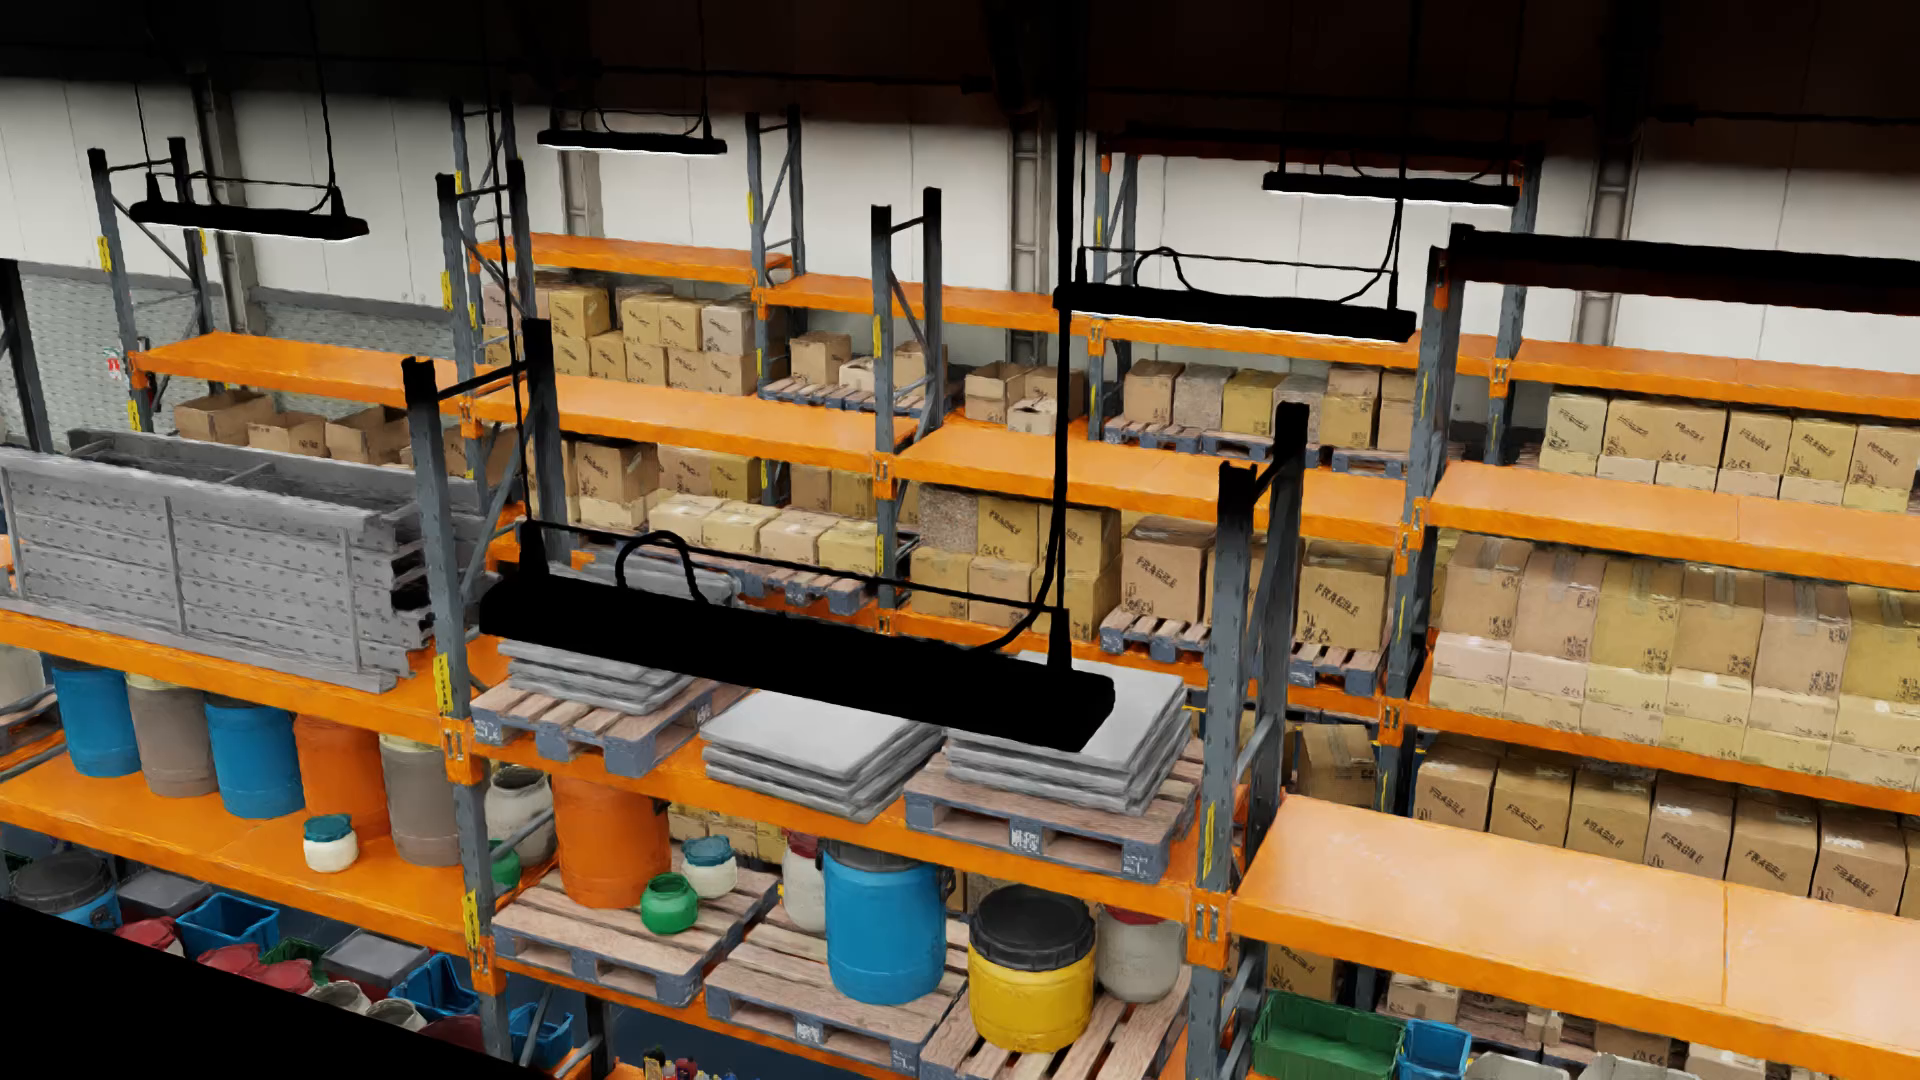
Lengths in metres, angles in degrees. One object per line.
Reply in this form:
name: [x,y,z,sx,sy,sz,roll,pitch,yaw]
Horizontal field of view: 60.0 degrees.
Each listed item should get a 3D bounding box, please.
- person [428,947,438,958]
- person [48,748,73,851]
person: [-3.844,3.273,11.565,0.952,1.677,0.568,17,26,37]
person: [-7.724,2.215,14.678,0.797,1.478,0.664,2,21,4]
